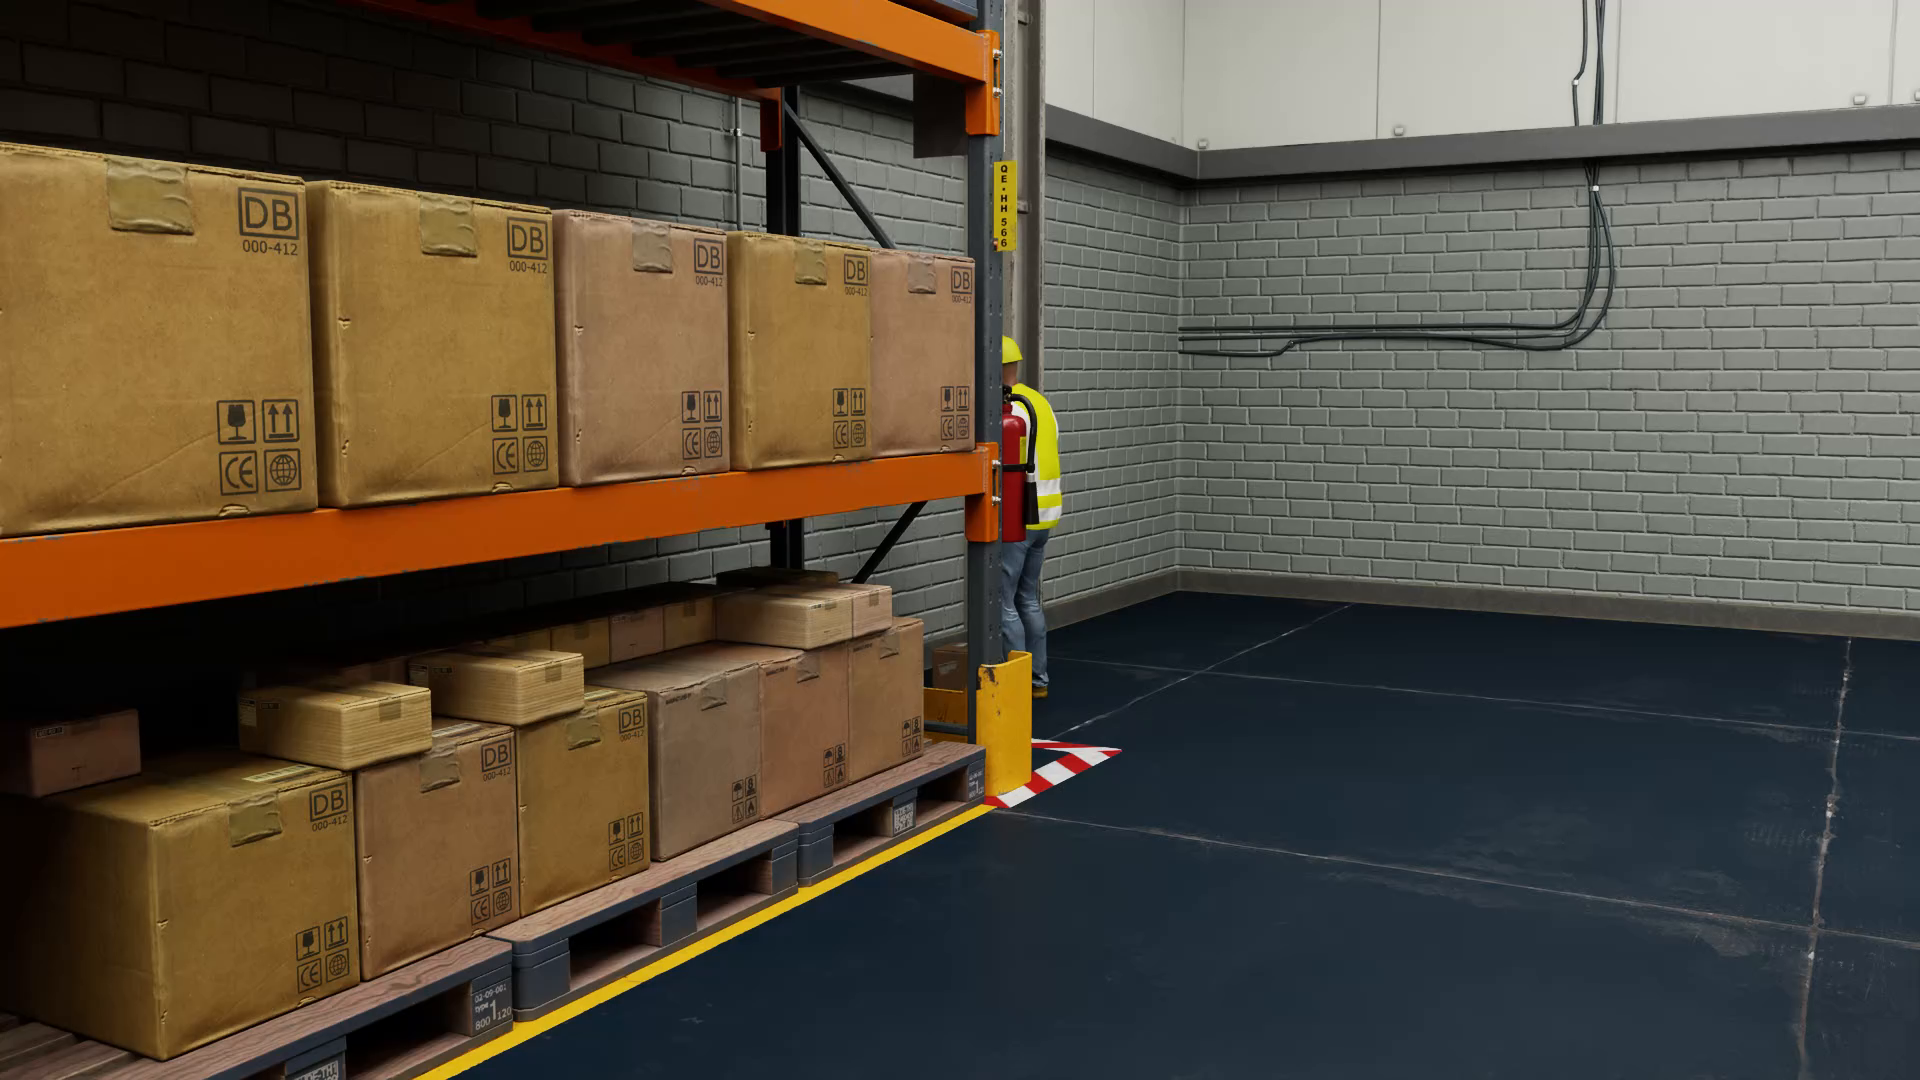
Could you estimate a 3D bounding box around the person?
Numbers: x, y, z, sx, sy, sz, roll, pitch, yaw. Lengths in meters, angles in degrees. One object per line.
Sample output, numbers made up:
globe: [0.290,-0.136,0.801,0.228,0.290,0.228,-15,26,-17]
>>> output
person: [0.241,-0.093,7.952,0.461,1.760,0.626,3,7,29]
